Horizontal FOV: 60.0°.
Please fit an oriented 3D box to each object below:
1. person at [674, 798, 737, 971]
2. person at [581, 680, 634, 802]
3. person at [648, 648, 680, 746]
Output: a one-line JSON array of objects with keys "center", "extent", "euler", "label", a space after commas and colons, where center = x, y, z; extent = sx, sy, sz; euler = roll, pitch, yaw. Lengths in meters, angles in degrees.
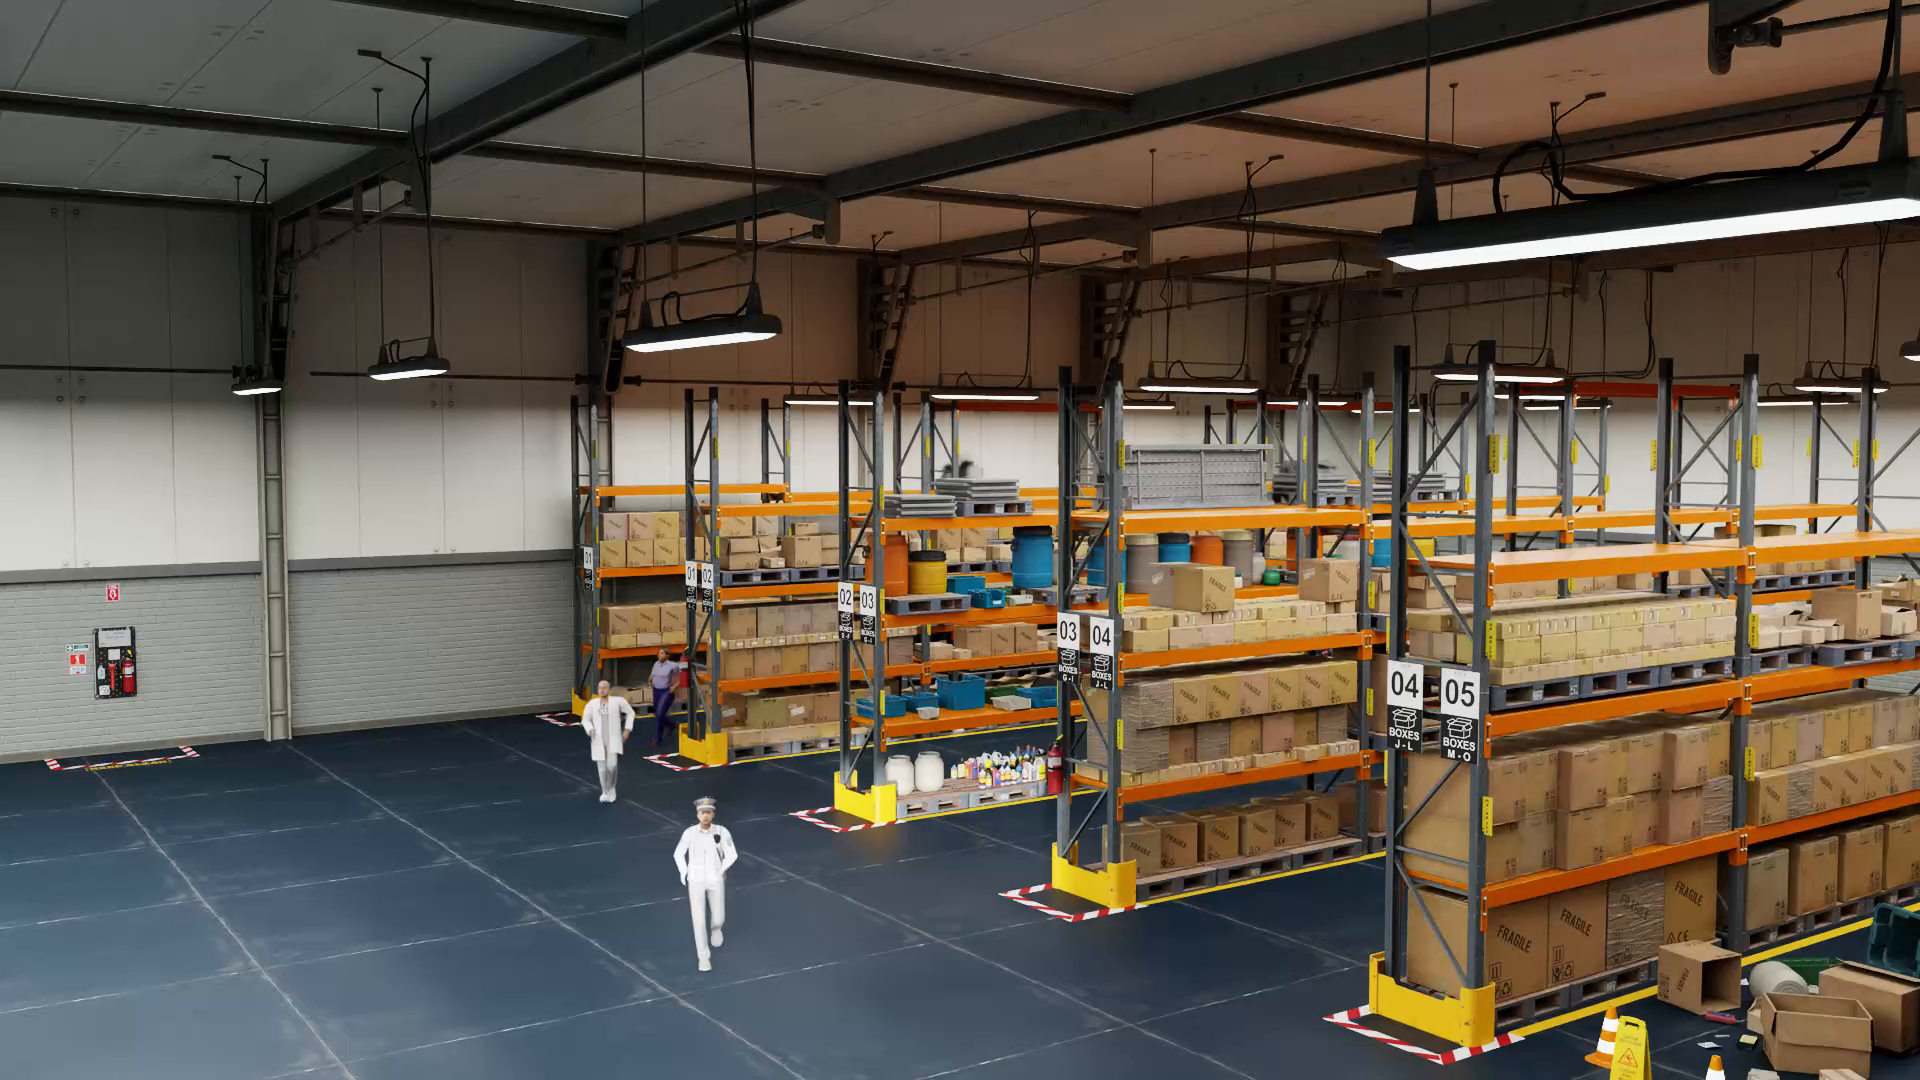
[{"center": [-2.510, 3.348, 16.400], "extent": [0.620, 1.652, 0.687], "euler": [0, 3, -7], "label": "person"}, {"center": [-5.023, 2.868, 23.642], "extent": [0.722, 1.735, 0.668], "euler": [0, 3, -2], "label": "person"}, {"center": [-5.008, 2.661, 28.343], "extent": [0.633, 1.680, 0.792], "euler": [2, 4, 31], "label": "person"}]
